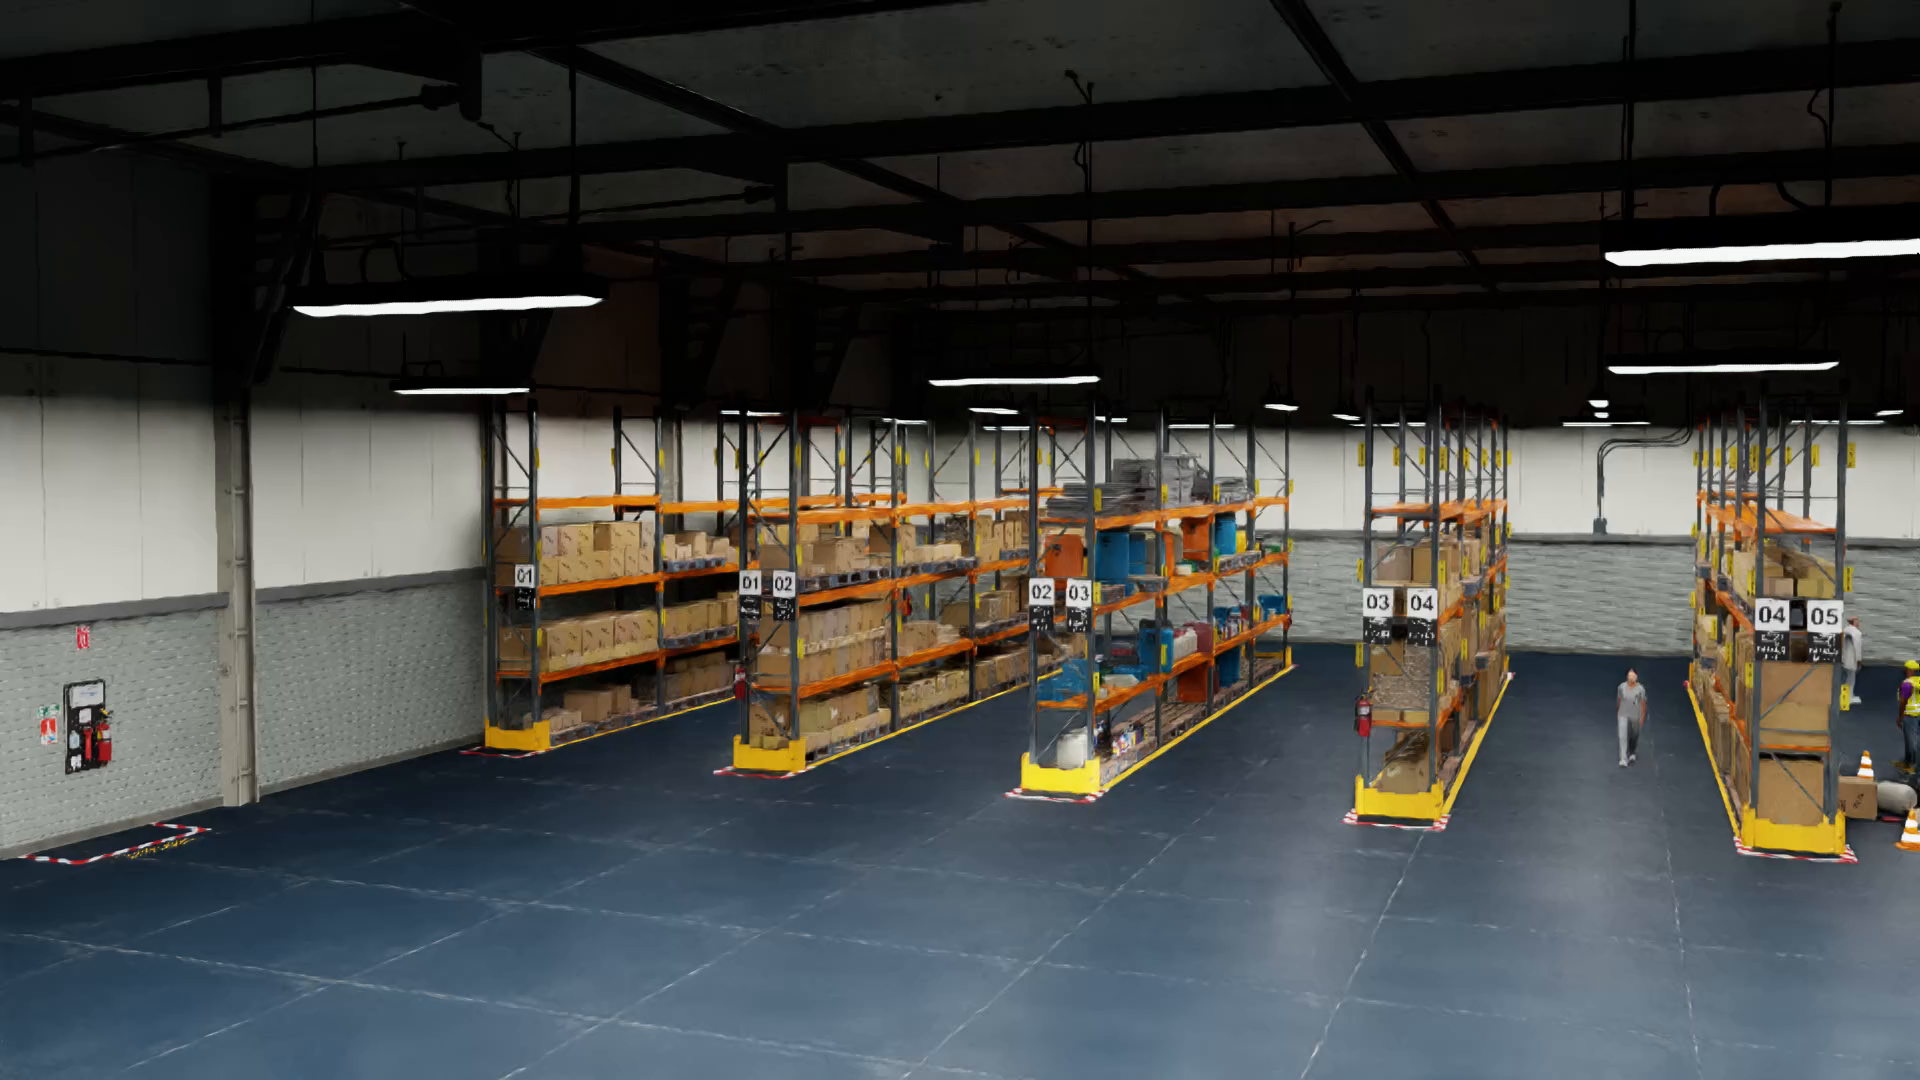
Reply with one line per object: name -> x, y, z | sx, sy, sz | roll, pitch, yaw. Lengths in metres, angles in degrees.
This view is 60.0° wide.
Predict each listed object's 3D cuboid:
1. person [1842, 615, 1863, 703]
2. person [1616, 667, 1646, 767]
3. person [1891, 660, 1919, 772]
person -> 18.258, 2.415, 34.004 | 0.448, 1.781, 0.676 | 0, 3, 9
person -> 10.911, 2.856, 27.028 | 0.443, 1.591, 1.113 | 1, 3, 19
person -> 15.175, 2.793, 26.596 | 0.668, 1.763, 0.592 | -2, 3, -36
